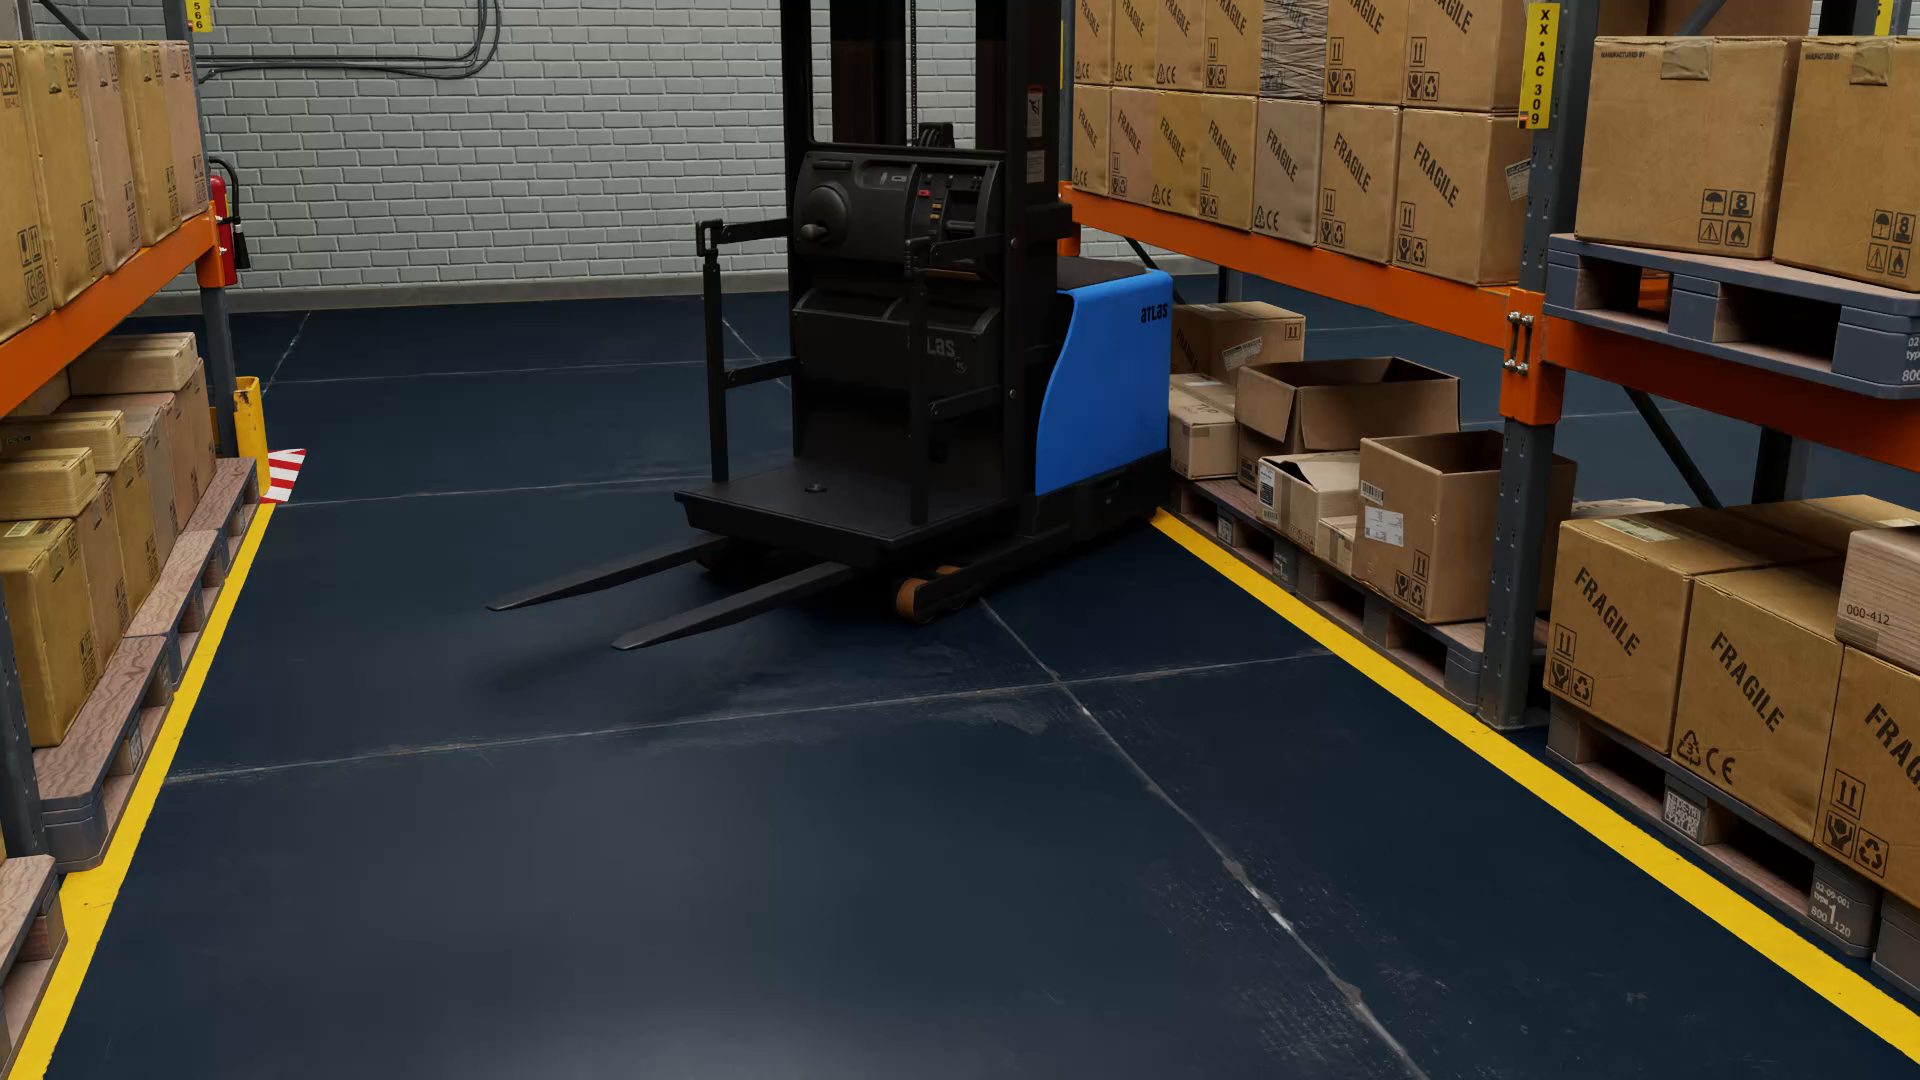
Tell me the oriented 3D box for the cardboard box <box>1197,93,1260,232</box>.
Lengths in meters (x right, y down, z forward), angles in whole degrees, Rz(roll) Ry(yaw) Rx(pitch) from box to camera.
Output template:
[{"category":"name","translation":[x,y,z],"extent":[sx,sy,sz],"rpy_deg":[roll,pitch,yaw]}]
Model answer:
[{"category":"cardboard box","translation":[1.272,-1.500,6.557],"extent":[0.500,0.500,0.500],"rpy_deg":[-4,17,-15]}]

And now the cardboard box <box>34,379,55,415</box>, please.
[{"category":"cardboard box","translation":[-3.435,-0.491,5.859],"extent":[0.380,0.149,0.250],"rpy_deg":[-4,17,-14]}]

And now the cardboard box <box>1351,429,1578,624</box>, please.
[{"category":"cardboard box","translation":[1.656,-0.057,5.510],"extent":[0.500,0.500,0.500],"rpy_deg":[-5,17,-15]}]

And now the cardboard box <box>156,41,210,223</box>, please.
[{"category":"cardboard box","translation":[-3.626,-1.626,6.629],"extent":[0.980,0.700,0.700],"rpy_deg":[-4,17,-13]}]

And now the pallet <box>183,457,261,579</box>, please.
[{"category":"pallet","translation":[-3.481,-0.072,6.825],"extent":[1.003,0.211,1.213],"rpy_deg":[-5,17,-15]}]

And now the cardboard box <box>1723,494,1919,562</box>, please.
[{"category":"cardboard box","translation":[2.496,0.192,4.681],"extent":[0.500,0.500,0.500],"rpy_deg":[-5,17,-16]}]

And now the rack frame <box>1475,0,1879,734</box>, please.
[{"category":"rack frame","translation":[2.085,-0.909,4.763],"extent":[1.000,3.000,0.127],"rpy_deg":[-5,17,-15]}]

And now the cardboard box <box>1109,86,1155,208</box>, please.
[{"category":"cardboard box","translation":[1.001,-1.777,7.481],"extent":[0.500,0.500,0.500],"rpy_deg":[-5,17,-16]}]

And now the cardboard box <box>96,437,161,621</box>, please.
[{"category":"cardboard box","translation":[-3.058,-0.016,5.408],"extent":[0.700,0.500,0.500],"rpy_deg":[-4,17,-14]}]

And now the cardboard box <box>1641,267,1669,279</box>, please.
[{"category":"cardboard box","translation":[2.207,-1.119,5.290],"extent":[0.500,0.500,0.500],"rpy_deg":[-4,17,-14]}]

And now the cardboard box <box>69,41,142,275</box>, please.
[{"category":"cardboard box","translation":[-3.215,-1.214,5.258],"extent":[0.980,0.700,0.700],"rpy_deg":[-6,18,-18]}]

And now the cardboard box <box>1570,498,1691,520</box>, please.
[{"category":"cardboard box","translation":[2.178,0.035,5.530],"extent":[0.500,0.311,0.500],"rpy_deg":[-5,17,-15]}]

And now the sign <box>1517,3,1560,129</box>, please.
[{"category":"sign","translation":[1.565,-1.278,4.489],"extent":[0.100,0.325,0.005],"rpy_deg":[-5,17,-15]}]

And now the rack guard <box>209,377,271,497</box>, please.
[{"category":"rack guard","translation":[-3.783,-0.432,7.521],"extent":[1.175,0.500,0.348],"rpy_deg":[-5,17,-15]}]

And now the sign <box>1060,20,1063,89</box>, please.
[{"category":"sign","translation":[0.464,-2.387,8.179],"extent":[0.100,0.325,0.005],"rpy_deg":[-5,17,-15]}]

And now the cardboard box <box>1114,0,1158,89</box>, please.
[{"category":"cardboard box","translation":[1.005,-2.254,7.331],"extent":[0.500,0.500,0.500],"rpy_deg":[-5,17,-15]}]

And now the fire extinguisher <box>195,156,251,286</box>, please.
[{"category":"fire extinguisher","translation":[-3.374,-1.485,7.465],"extent":[0.296,0.674,0.183],"rpy_deg":[-5,17,-15]}]

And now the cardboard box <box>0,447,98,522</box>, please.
[{"category":"cardboard box","translation":[-2.703,-0.155,4.741],"extent":[0.380,0.149,0.250],"rpy_deg":[-4,17,-13]}]

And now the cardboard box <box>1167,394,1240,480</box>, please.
[{"category":"cardboard box","translation":[1.137,-0.460,7.283],"extent":[0.500,0.250,0.500],"rpy_deg":[-5,17,-15]}]

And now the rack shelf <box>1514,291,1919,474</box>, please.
[{"category":"rack shelf","translation":[2.635,-0.011,3.025],"extent":[1.077,0.370,4.000],"rpy_deg":[-5,17,-15]}]

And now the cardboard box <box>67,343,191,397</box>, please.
[{"category":"cardboard box","translation":[-3.206,-0.660,6.422],"extent":[0.380,0.149,0.250],"rpy_deg":[-4,17,-14]}]

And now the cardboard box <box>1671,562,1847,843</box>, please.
[{"category":"cardboard box","translation":[2.141,0.377,4.062],"extent":[0.500,0.500,0.500],"rpy_deg":[-4,17,-14]}]

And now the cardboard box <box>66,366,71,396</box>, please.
[{"category":"cardboard box","translation":[-3.574,-0.630,6.323],"extent":[0.380,0.149,0.250],"rpy_deg":[-5,17,-15]}]

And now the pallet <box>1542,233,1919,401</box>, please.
[{"category":"pallet","translation":[2.200,-0.587,4.026],"extent":[1.003,0.211,1.213],"rpy_deg":[-5,17,-15]}]

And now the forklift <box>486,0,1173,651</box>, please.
[{"category":"forklift","translation":[-0.377,-1.261,6.056],"extent":[1.130,2.935,3.031],"rpy_deg":[12,21,35]}]

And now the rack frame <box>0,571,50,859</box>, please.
[{"category":"rack frame","translation":[-2.677,-0.516,3.456],"extent":[1.000,3.000,0.127],"rpy_deg":[-5,17,-15]}]

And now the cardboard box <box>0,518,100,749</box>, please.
[{"category":"cardboard box","translation":[-2.784,0.265,4.471],"extent":[0.700,0.500,0.500],"rpy_deg":[-4,17,-15]}]

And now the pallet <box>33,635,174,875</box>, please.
[{"category":"pallet","translation":[-2.811,0.603,4.578],"extent":[1.003,0.211,1.213],"rpy_deg":[-5,17,-15]}]

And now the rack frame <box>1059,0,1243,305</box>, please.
[{"category":"rack frame","translation":[0.986,-2.015,8.447],"extent":[1.000,3.000,0.127],"rpy_deg":[-5,17,-15]}]

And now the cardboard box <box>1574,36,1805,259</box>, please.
[{"category":"cardboard box","translation":[2.000,-1.009,4.194],"extent":[0.700,0.500,0.500],"rpy_deg":[-12,20,-34]}]

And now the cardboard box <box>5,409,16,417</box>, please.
[{"category":"cardboard box","translation":[-3.295,-0.350,5.389],"extent":[0.380,0.149,0.250],"rpy_deg":[-5,17,-16]}]

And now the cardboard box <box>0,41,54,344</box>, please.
[{"category":"cardboard box","translation":[-2.810,-0.811,3.917],"extent":[0.980,0.700,0.700],"rpy_deg":[-4,17,-14]}]

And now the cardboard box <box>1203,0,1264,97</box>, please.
[{"category":"cardboard box","translation":[1.278,-1.975,6.402],"extent":[0.500,0.500,0.500],"rpy_deg":[-5,17,-16]}]

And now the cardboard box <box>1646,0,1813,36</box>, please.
[{"category":"cardboard box","translation":[2.226,-1.588,5.113],"extent":[0.500,0.500,0.500],"rpy_deg":[-4,17,-14]}]

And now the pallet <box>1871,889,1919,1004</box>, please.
[{"category":"pallet","translation":[2.684,0.987,3.300],"extent":[1.003,0.211,1.213],"rpy_deg":[-5,17,-15]}]

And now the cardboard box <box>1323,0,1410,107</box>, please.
[{"category":"cardboard box","translation":[1.554,-1.696,5.474],"extent":[0.500,0.500,0.500],"rpy_deg":[-5,17,-16]}]

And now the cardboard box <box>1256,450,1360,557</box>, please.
[{"category":"cardboard box","translation":[1.450,-0.174,6.228],"extent":[0.500,0.311,0.500],"rpy_deg":[-5,17,-15]}]

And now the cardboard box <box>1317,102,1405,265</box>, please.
[{"category":"cardboard box","translation":[1.558,-1.217,5.616],"extent":[0.500,0.500,0.500],"rpy_deg":[-4,17,-14]}]

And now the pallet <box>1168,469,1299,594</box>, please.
[{"category":"pallet","translation":[1.558,-0.101,6.923],"extent":[1.003,0.211,1.213],"rpy_deg":[-5,17,-15]}]

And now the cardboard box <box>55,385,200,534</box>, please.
[{"category":"cardboard box","translation":[-3.350,-0.302,6.360],"extent":[0.700,0.500,0.500],"rpy_deg":[-5,17,-15]}]
